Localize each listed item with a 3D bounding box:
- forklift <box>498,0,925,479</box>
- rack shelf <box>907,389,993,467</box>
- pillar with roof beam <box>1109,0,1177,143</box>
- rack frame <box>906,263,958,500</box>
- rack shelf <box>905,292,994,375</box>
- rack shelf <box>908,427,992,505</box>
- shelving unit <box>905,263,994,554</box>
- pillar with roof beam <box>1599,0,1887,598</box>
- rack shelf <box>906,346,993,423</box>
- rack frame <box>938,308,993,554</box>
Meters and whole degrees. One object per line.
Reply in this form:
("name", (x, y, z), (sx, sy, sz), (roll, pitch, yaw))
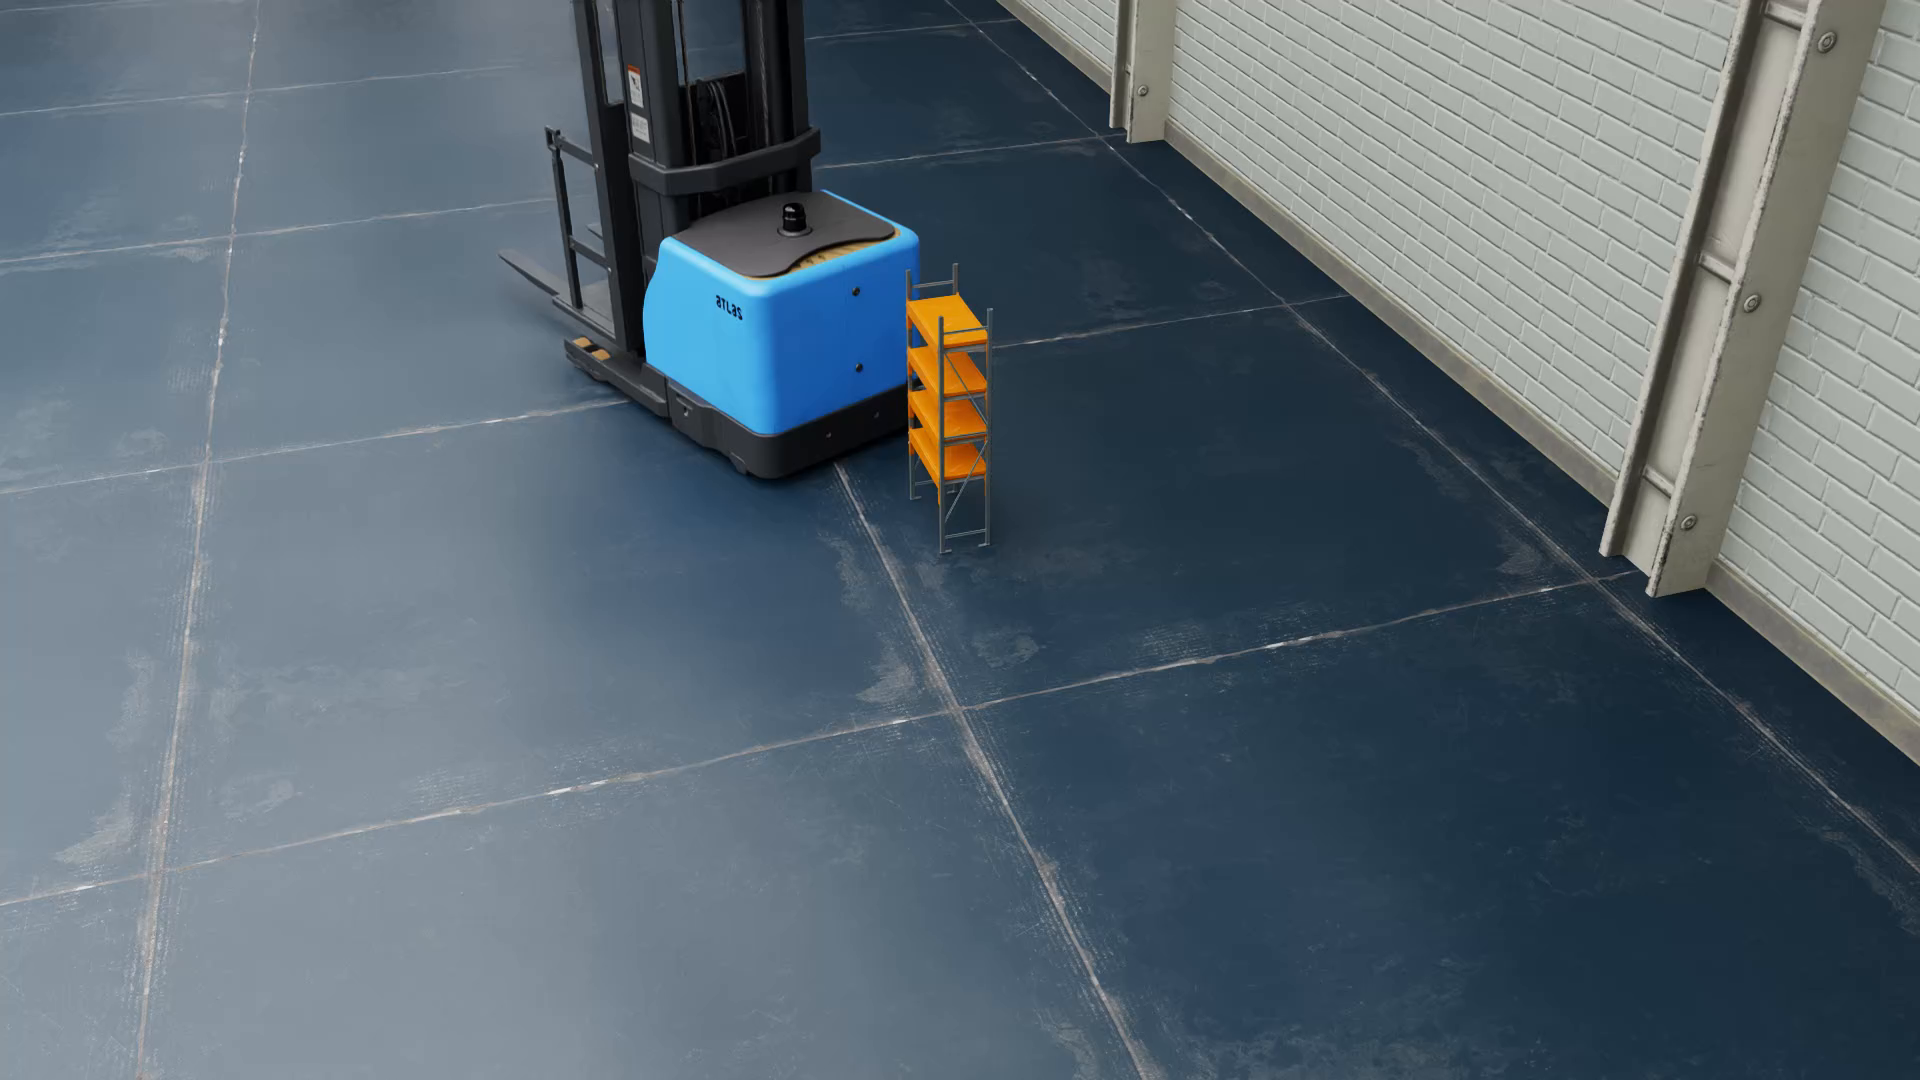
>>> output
("forklift", (-1.526, -2.254, 8.503), (1.130, 2.935, 3.031), (-26, 41, -33))
("rack shelf", (-0.051, -0.531, 7.588), (0.258, 0.148, 0.480), (-10, 35, -15))
("pillar with roof beam", (-2.778, -6.054, 8.749), (9.100, 9.000, 0.400), (-10, 35, -15))
("rack frame", (-0.125, -0.716, 7.745), (0.240, 1.200, 0.015), (-10, 35, -15))
("rack shelf", (-0.051, -0.915, 7.334), (0.258, 0.148, 0.480), (-10, 35, -15))
("rack shelf", (-0.051, -0.366, 7.697), (0.258, 0.148, 0.480), (-10, 35, -15))
("shelving unit", (-0.051, -0.587, 7.551), (0.258, 1.200, 0.503), (-10, 35, -15))
("pillar with roof beam", (-0.948, -2.904, 3.982), (9.100, 9.000, 0.400), (-10, 35, -15))
("rack shelf", (-0.051, -0.718, 7.465), (0.258, 0.148, 0.480), (-10, 35, -15))
("rack frame", (0.024, -0.459, 7.357), (0.240, 1.200, 0.015), (-10, 35, -15))
